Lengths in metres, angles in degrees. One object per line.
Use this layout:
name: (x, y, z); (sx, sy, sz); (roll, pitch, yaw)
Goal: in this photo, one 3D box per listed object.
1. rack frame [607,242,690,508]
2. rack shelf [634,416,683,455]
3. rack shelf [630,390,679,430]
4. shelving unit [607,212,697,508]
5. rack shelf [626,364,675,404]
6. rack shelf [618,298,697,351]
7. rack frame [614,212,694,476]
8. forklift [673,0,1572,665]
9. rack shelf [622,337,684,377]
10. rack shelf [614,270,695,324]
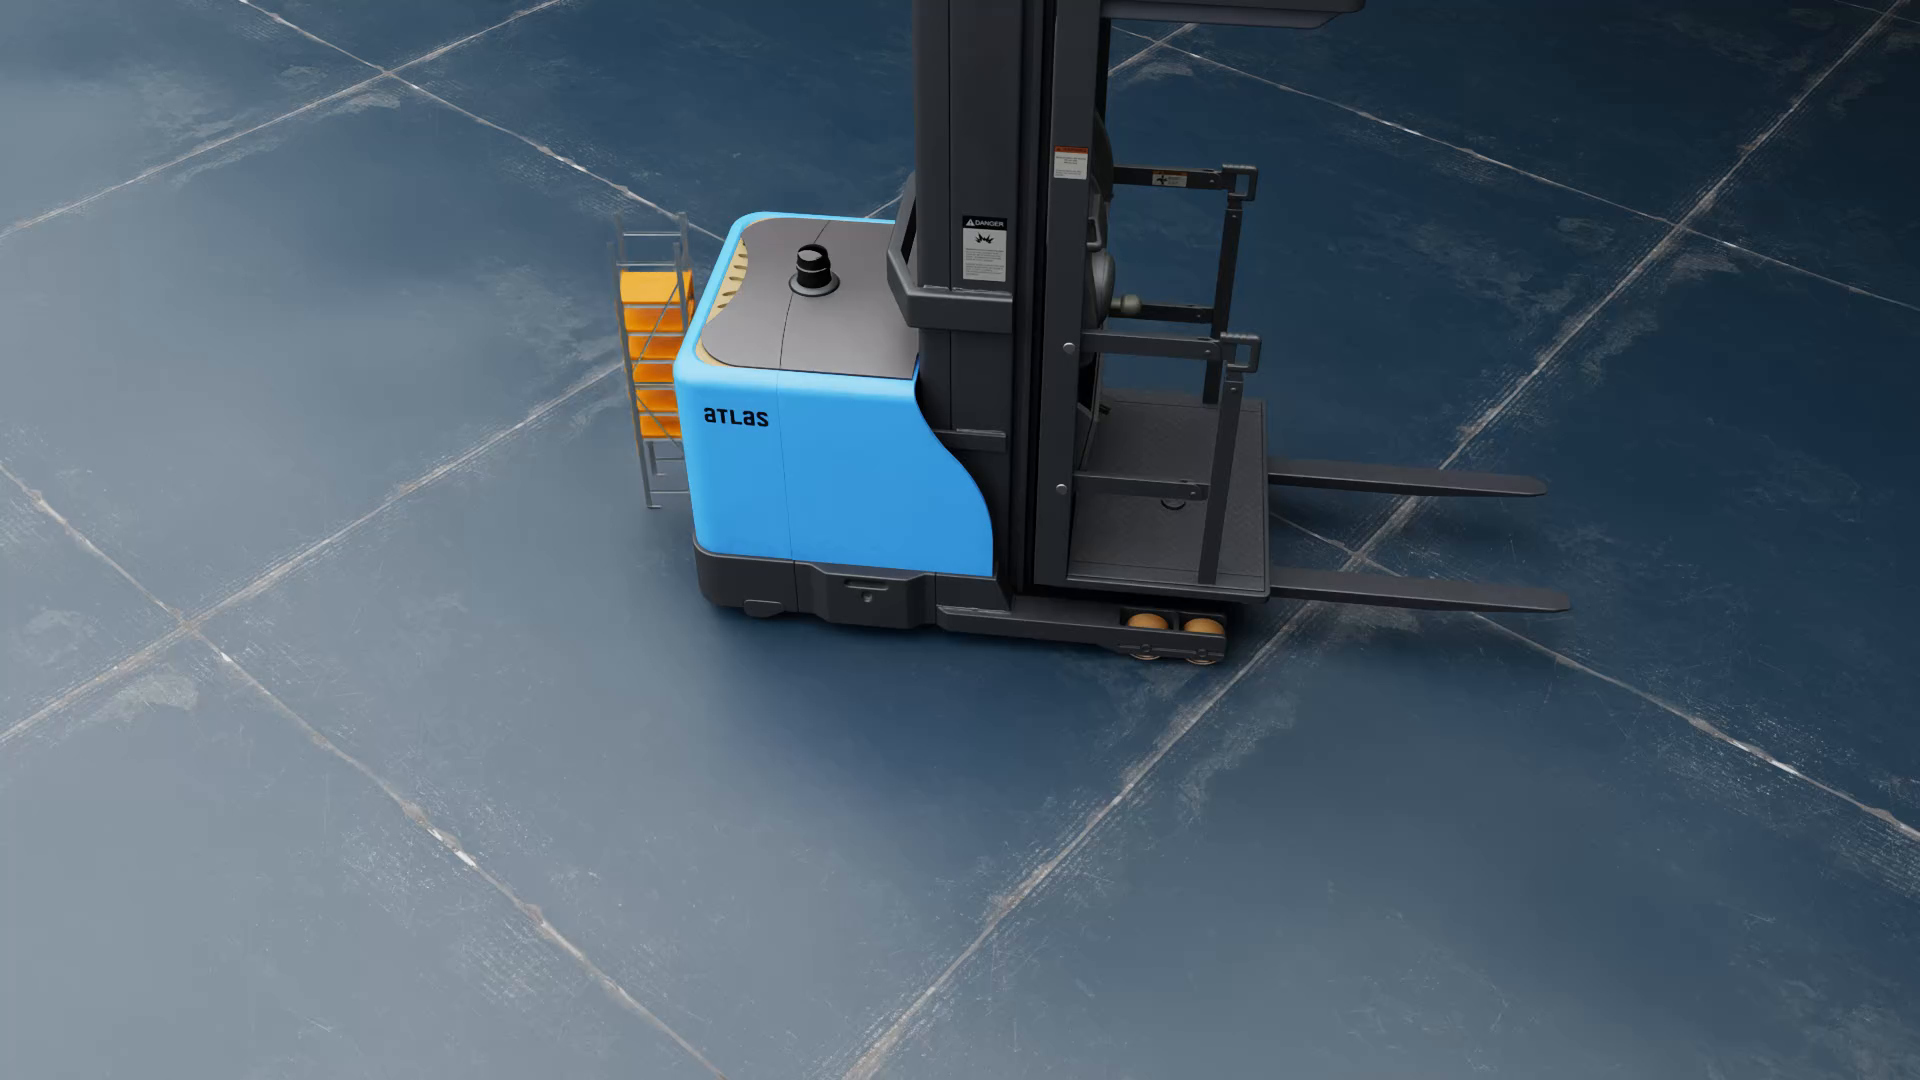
rack frame: (-1.070, -0.559, 5.969); (0.240, 1.200, 0.006); (0, 44, -2)
rack shelf: (-1.077, -0.417, 6.232); (0.258, 0.103, 0.180); (0, 44, -2)
rack shelf: (-1.075, -0.503, 6.149); (0.258, 0.103, 0.180); (0, 44, -2)
shelving unit: (-1.072, -0.622, 6.035); (0.258, 1.200, 0.189); (0, 44, -2)
rack shelf: (-1.073, -0.590, 6.066); (0.258, 0.103, 0.180); (0, 44, -2)
rack shelf: (-1.068, -0.763, 5.900); (0.258, 0.103, 0.180); (0, 44, -2)
rack frame: (-1.074, -0.685, 6.101); (0.240, 1.200, 0.006); (0, 44, -2)
forklift: (0.622, -1.033, 5.207); (3.031, 2.935, 1.130); (5, 42, 5)
rack shelf: (-1.071, -0.676, 5.983); (0.258, 0.103, 0.180); (0, 44, -2)
rack shelf: (-1.066, -0.850, 5.817); (0.258, 0.103, 0.180); (0, 44, -2)
